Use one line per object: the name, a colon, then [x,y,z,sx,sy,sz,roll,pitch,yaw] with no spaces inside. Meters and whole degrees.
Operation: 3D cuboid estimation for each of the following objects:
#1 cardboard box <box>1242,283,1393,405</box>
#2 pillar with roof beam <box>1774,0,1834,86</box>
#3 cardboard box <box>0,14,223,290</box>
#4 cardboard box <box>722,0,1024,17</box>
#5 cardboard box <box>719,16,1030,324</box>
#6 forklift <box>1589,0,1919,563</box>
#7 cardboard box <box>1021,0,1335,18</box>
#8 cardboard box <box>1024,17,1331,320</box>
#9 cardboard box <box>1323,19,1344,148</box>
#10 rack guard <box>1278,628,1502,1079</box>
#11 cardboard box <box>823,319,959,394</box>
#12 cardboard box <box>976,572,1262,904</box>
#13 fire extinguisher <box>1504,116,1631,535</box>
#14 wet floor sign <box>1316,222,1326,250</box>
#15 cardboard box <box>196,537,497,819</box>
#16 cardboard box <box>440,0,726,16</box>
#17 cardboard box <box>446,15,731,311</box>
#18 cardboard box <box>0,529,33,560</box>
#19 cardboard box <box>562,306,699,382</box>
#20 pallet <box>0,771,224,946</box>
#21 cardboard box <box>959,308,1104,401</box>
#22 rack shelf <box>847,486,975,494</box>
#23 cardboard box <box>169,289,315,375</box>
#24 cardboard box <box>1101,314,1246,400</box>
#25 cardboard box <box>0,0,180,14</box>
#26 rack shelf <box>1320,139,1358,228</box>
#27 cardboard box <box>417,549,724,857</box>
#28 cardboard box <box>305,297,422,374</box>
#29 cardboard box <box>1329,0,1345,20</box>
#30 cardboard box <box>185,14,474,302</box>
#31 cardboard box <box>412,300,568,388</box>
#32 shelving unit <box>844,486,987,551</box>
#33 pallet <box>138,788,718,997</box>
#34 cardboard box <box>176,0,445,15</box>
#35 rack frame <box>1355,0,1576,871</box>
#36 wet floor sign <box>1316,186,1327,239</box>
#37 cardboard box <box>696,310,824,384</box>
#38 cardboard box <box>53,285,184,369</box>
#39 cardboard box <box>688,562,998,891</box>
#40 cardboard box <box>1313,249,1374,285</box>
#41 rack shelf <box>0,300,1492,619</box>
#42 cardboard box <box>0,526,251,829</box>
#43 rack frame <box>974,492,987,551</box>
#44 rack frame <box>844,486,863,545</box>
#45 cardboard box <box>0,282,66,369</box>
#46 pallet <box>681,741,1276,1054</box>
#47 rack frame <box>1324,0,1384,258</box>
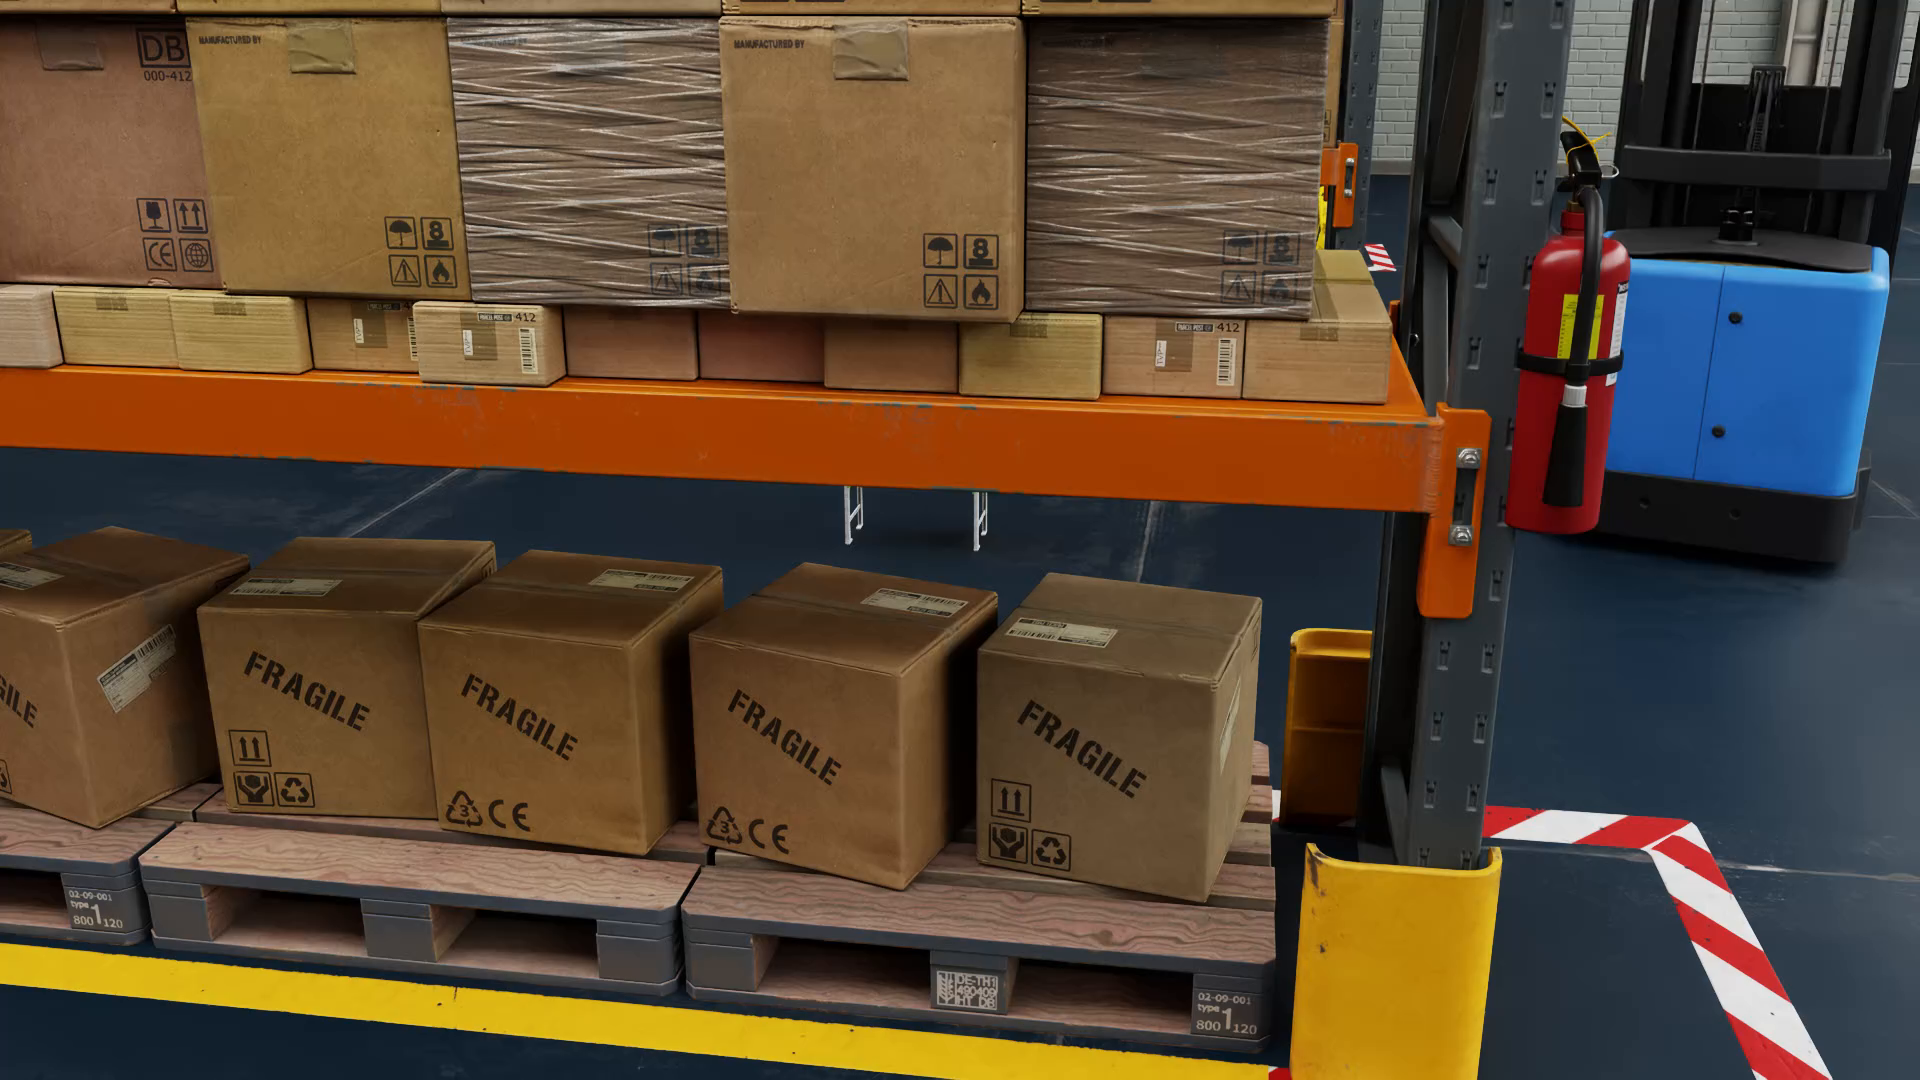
cardboard box: [0.652,-0.370,3.077,0.250,0.149,0.380,3,19,9]
pillar with roof beam: [8.018,-6.711,12.178,0.400,9.000,9.100,3,19,9]
cardboard box: [-1.551,-0.857,3.511,0.500,0.500,0.875,3,19,9]
cardboard box: [-0.111,-1.175,2.887,0.500,0.500,0.500,3,19,9]
cardboard box: [-0.085,-0.751,3.195,0.500,0.500,0.875,3,19,9]
forklift: [3.329,-1.732,6.859,1.130,2.935,3.031,9,21,26]
cardboard box: [0.384,-1.152,2.817,0.500,0.500,0.500,3,19,9]
cardboard box: [0.427,-0.764,3.232,0.500,0.500,0.875,3,19,9]
cardboard box: [1.479,-2.164,7.806,0.550,0.550,0.875,3,19,9]
rack guard: [0.891,0.642,3.595,0.348,0.500,1.175,3,19,9]
cardboard box: [-0.094,-0.396,3.156,0.250,0.149,0.380,3,19,9]
cardboard box: [0.352,0.410,3.627,0.500,0.500,0.500,7,20,19]
fire extinguisher: [1.006,-0.352,2.751,0.183,0.674,0.296,3,19,9]
wet floor sign: [2.195,-1.590,10.039,0.232,0.644,0.267,0,19,-1]
cardboard box: [-1.402,0.312,3.922,0.500,0.500,0.500,1,19,4]
cardboard box: [-0.604,-1.201,2.964,0.500,0.500,0.500,3,19,9]
cardboard box: [-0.572,-0.790,3.311,0.500,0.500,0.875,3,19,9]
cardboard box: [-2.595,0.278,4.021,0.500,0.500,0.500,2,19,7]
cardboard box: [-0.585,-0.427,3.249,0.250,0.149,0.380,3,19,9]
pallet: [-2.315,0.605,4.163,1.213,0.211,1.003,3,19,9]
cardboard box: [0.150,-0.379,3.104,0.250,0.149,0.380,3,19,9]
rack shelf: [-0.163,-0.289,6.234,0.480,0.148,0.258,3,19,9]
cardboard box: [-1.336,-0.445,3.302,0.250,0.149,0.380,3,19,9]
cardboard box: [0.405,-0.382,3.115,0.250,0.149,0.380,3,19,9]
cardboard box: [-1.592,-1.251,3.112,0.500,0.500,0.500,3,19,9]
rack shelf: [-0.122,-1.847,8.231,4.000,0.370,1.077,3,19,9]
cardboard box: [-0.858,0.354,3.796,0.500,0.500,0.500,5,19,14]
cardboard box: [-1.081,-0.447,3.306,0.250,0.149,0.380,3,19,9]
cardboard box: [1.492,-2.702,7.713,0.550,0.550,0.875,3,19,9]
cardboard box: [-1.064,-0.819,3.397,0.500,0.500,0.875,3,19,9]
cardboard box: [-0.846,-0.412,3.204,0.250,0.149,0.380,3,19,9]
shelving unit: [-0.163,-0.577,6.138,0.503,1.200,0.258,3,19,9]
pallet: [-1.106,0.665,3.982,1.213,0.211,1.003,3,19,9]
cardboard box: [-1.096,-1.229,3.047,0.500,0.500,0.500,3,19,9]
rack frame: [0.966,-0.539,3.187,0.127,3.000,1.000,3,19,9]
wet floor sign: [2.556,-2.183,11.809,0.232,0.644,0.267,10,21,27]
cardboard box: [-0.334,-0.422,3.233,0.250,0.149,0.380,3,19,9]
cardboard box: [-1.581,-0.461,3.350,0.250,0.149,0.380,3,19,9]
cardboard box: [-0.243,0.391,3.685,0.500,0.500,0.500,8,20,23]
cardboard box: [0.723,-0.509,3.493,0.250,0.149,0.380,3,19,9]
rack shelf: [-1.009,-0.299,3.602,4.000,0.370,1.077,3,19,9]
cardboard box: [-2.028,0.305,3.942,0.500,0.500,0.500,9,21,26]
rack frame: [0.077,-0.565,6.101,0.015,1.200,0.240,3,19,9]
rack frame: [-0.404,-0.590,6.174,0.015,1.200,0.240,3,19,9]
cardboard box: [-1.834,-0.461,3.348,0.250,0.149,0.380,3,19,9]
pallet: [0.095,0.727,3.796,1.213,0.211,1.003,3,19,9]
rack frame: [1.853,-2.088,7.816,0.127,3.000,1.000,3,19,9]
